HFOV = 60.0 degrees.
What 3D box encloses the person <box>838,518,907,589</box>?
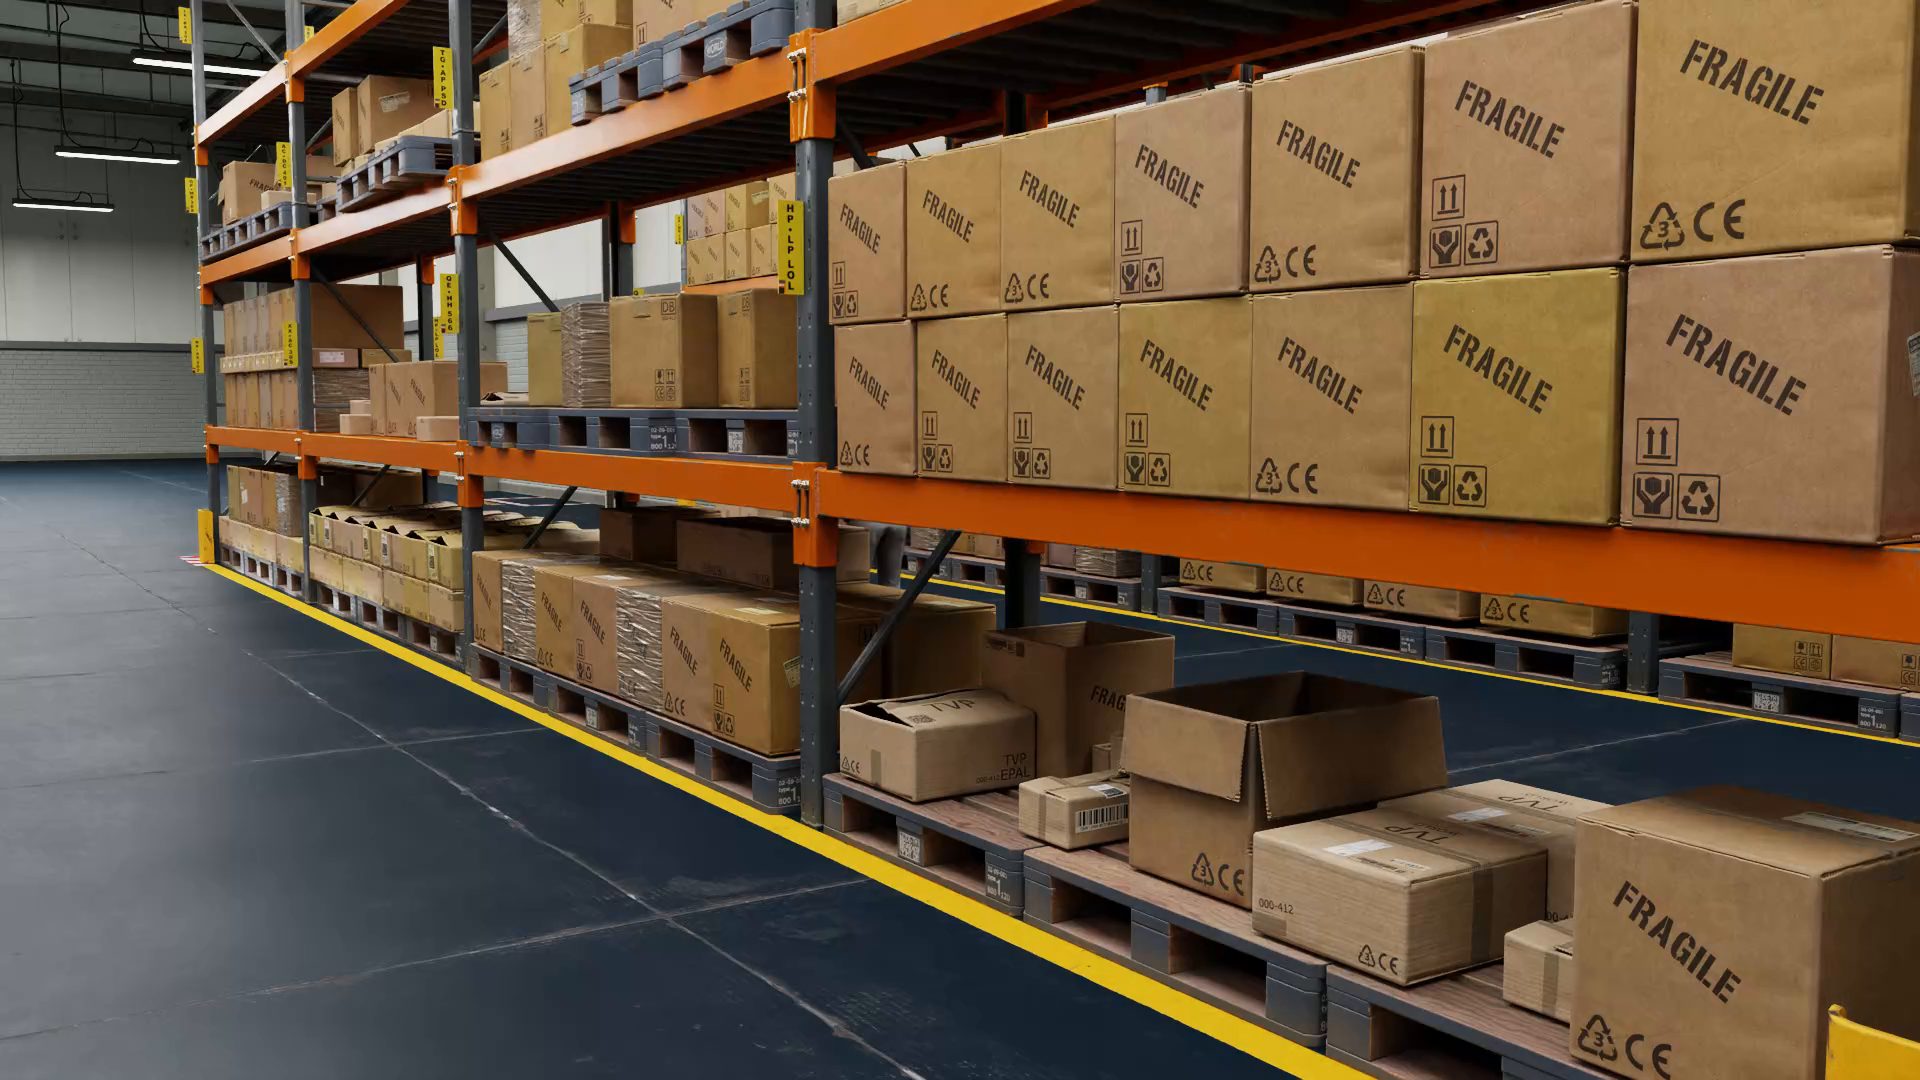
[{"bbox_3d":[-0.522,-0.089,9.490,0.460,1.686,0.564,-3,6,-33],"label":"person"}]
